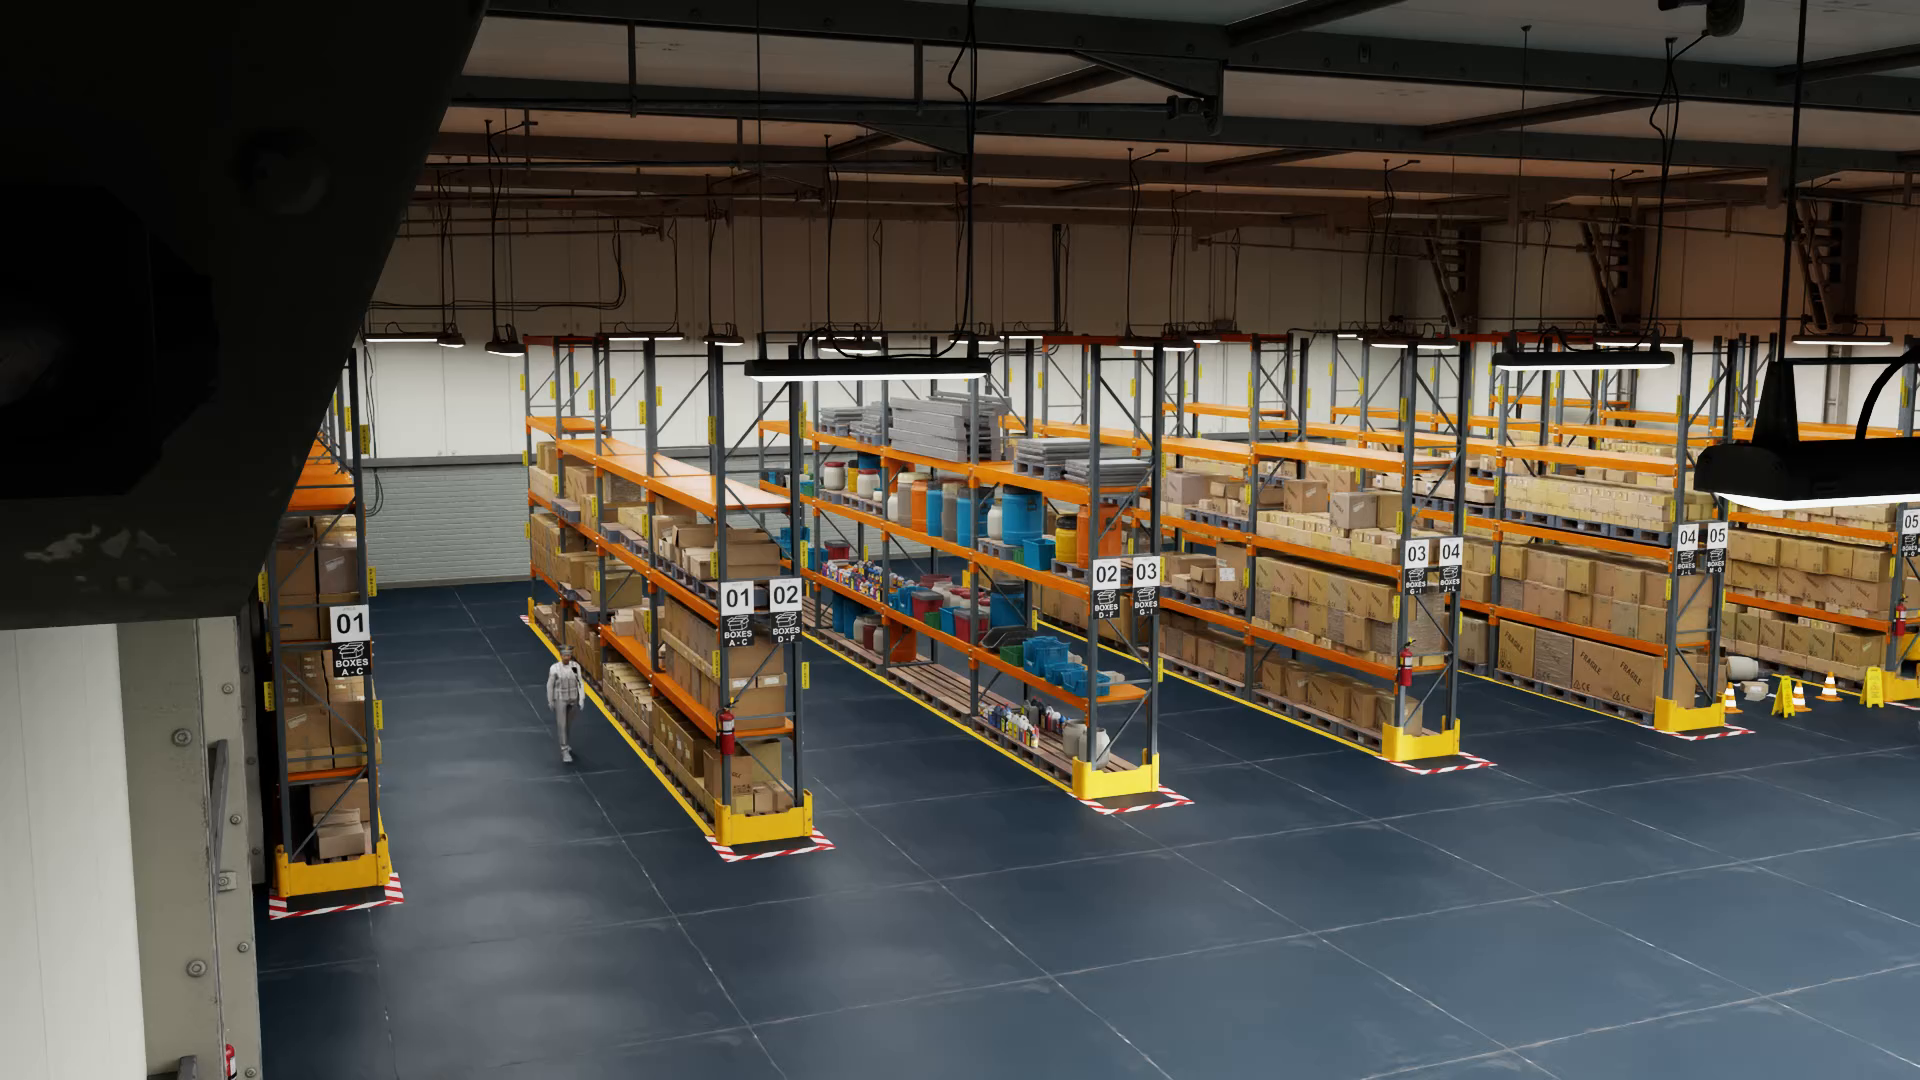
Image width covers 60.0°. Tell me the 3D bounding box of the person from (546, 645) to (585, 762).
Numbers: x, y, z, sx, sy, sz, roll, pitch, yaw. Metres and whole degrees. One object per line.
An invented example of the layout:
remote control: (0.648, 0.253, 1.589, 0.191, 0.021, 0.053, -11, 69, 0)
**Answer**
person: (-5.660, 2.314, 24.031, 0.497, 1.628, 0.940, -5, 9, -35)
